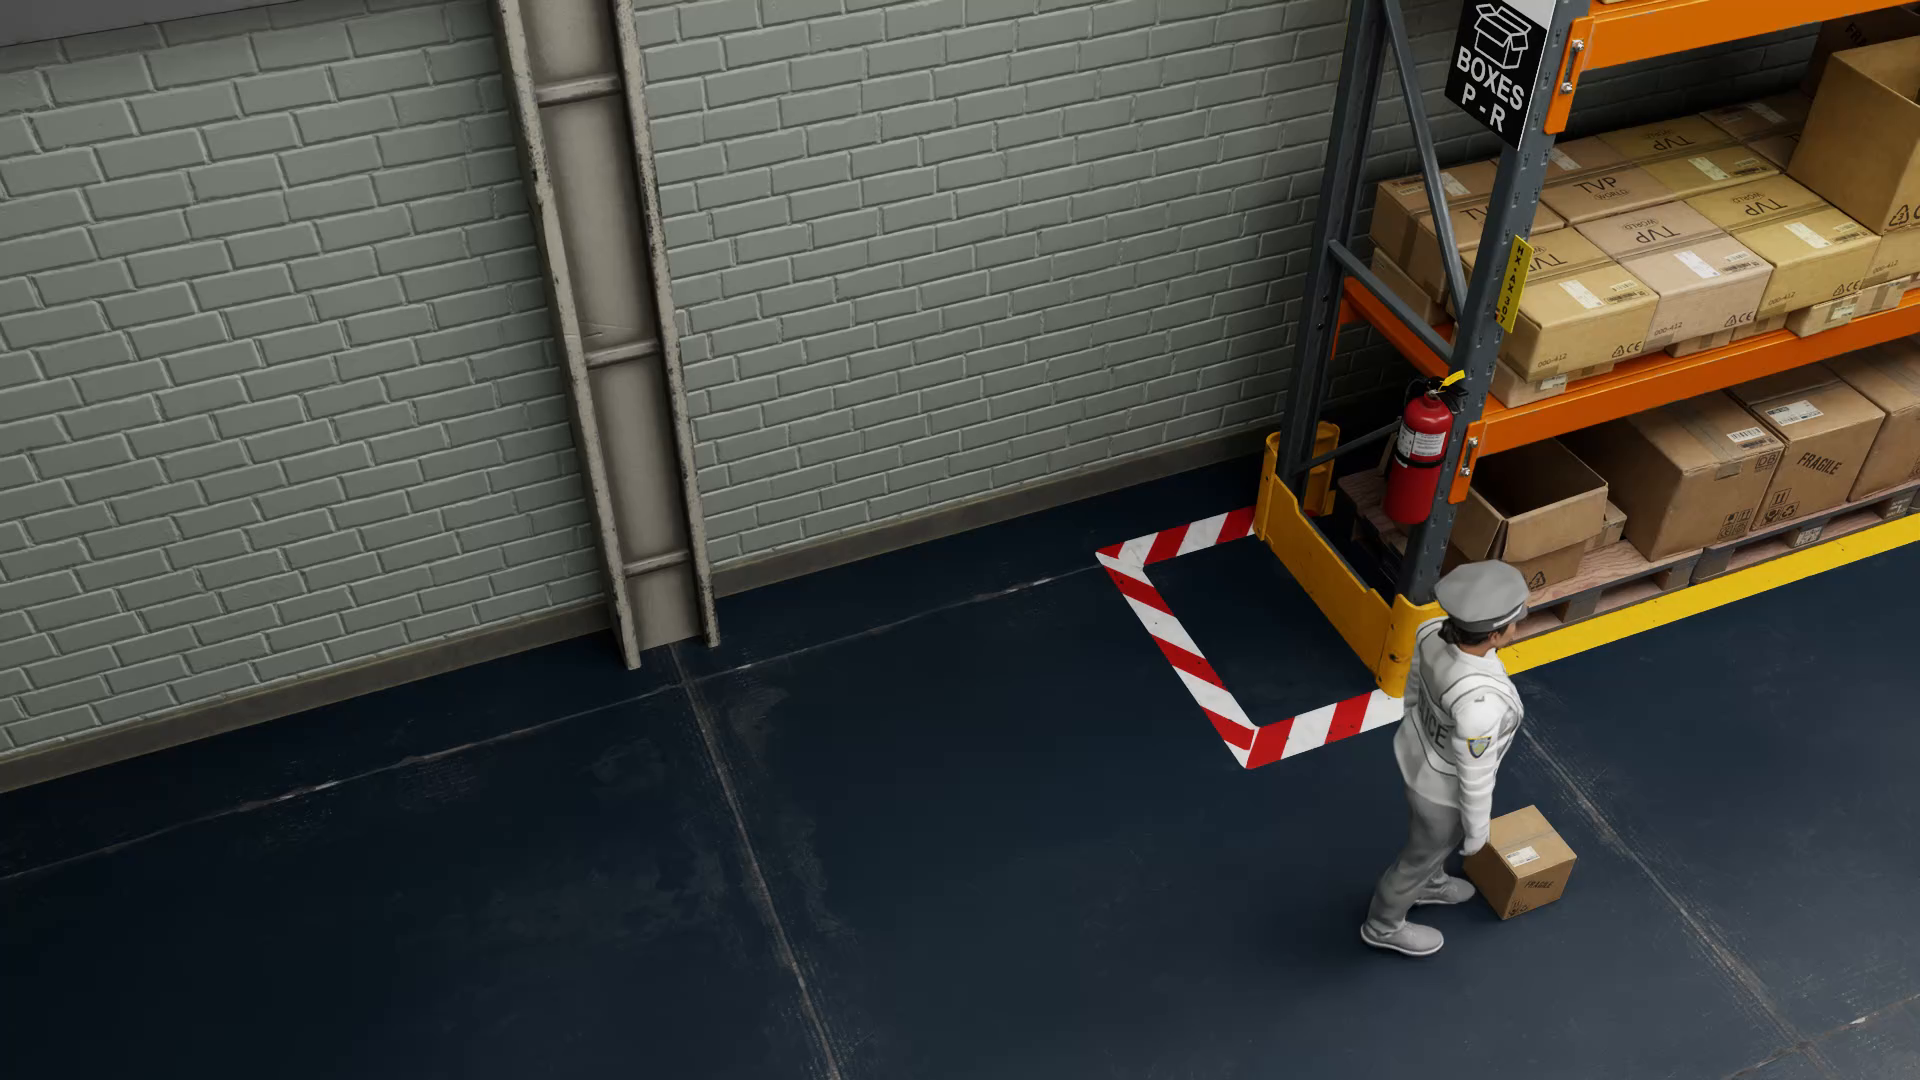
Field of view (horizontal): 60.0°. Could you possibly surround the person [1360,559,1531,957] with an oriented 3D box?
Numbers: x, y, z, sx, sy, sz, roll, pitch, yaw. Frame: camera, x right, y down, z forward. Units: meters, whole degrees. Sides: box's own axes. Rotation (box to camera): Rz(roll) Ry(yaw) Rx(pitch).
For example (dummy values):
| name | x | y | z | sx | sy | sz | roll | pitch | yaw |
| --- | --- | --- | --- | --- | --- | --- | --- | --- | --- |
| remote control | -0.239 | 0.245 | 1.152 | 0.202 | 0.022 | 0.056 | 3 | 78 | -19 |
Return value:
| name | x | y | z | sx | sy | sz | roll | pitch | yaw |
| --- | --- | --- | --- | --- | --- | --- | --- | --- | --- |
| person | 14.278 | -0.487 | 3.577 | 25.707 | 5.899 | 2.777 | -2 | 42 | -2 |
